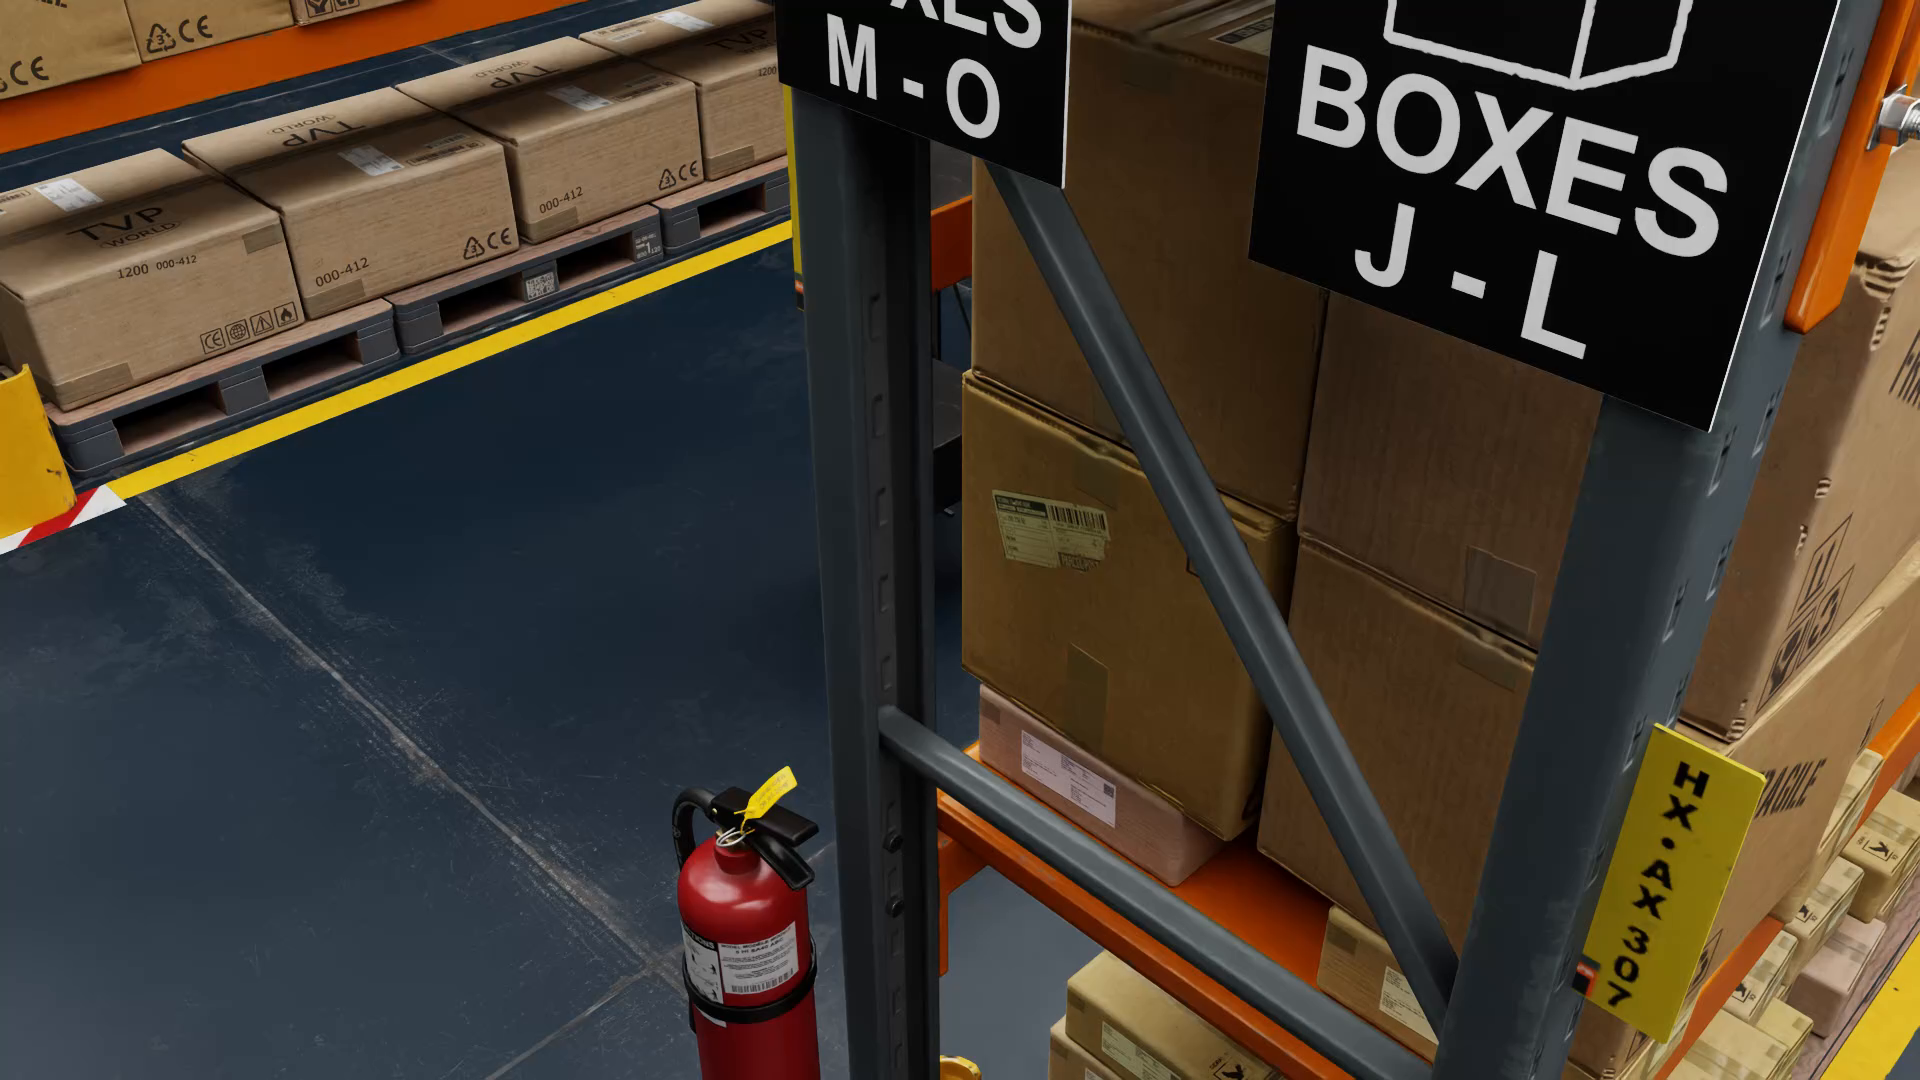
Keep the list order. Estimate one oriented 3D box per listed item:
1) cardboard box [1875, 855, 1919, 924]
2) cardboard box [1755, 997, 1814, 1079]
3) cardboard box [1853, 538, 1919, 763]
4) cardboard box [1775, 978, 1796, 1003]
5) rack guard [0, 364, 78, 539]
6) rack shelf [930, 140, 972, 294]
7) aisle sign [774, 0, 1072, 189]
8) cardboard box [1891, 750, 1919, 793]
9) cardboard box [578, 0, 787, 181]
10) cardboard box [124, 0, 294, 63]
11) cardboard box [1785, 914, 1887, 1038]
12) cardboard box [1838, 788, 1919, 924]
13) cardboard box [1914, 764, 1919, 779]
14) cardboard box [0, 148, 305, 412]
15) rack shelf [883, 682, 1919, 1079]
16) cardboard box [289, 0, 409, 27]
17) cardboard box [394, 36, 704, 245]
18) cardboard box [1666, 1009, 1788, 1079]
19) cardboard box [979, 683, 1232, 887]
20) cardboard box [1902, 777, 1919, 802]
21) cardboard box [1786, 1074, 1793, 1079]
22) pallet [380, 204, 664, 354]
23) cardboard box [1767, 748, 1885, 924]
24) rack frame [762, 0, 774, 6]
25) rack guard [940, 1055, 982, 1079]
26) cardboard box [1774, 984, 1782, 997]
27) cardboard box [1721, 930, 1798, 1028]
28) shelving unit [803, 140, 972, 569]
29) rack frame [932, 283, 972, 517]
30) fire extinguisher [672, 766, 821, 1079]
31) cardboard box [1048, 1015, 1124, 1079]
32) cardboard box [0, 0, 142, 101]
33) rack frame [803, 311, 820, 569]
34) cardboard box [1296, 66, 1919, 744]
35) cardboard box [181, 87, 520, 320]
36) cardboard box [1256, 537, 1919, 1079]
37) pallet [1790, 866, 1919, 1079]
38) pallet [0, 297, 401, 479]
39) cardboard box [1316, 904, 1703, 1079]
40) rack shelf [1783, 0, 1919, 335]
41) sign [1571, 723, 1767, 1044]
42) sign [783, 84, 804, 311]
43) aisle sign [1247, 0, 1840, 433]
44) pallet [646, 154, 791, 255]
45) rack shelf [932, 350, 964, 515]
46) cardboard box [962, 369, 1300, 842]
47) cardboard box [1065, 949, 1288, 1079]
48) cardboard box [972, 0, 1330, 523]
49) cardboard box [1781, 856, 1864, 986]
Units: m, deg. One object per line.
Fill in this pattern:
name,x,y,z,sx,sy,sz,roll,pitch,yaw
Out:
cardboard box,1.894,0.719,3.722,0.380,0.149,0.250,30,45,35
cardboard box,1.369,0.921,3.173,0.250,0.149,0.380,-28,44,-34
cardboard box,1.089,-0.023,2.313,0.500,0.500,0.500,30,45,35
cardboard box,1.480,0.908,3.451,0.380,0.149,0.250,30,45,35
rack guard,-3.383,-0.480,5.502,1.175,0.500,0.348,30,45,35
rack shelf,-0.117,-0.783,4.561,0.431,0.518,0.480,30,45,35
aisle sign,-0.047,-0.719,1.386,0.394,0.787,0.004,30,45,35
cardboard box,1.850,0.433,3.612,0.380,0.149,0.250,30,45,35
cardboard box,-1.067,-2.049,7.438,0.875,0.438,0.875,29,44,35
cardboard box,-2.488,-1.852,5.196,0.500,0.500,0.500,29,44,35
cardboard box,1.718,0.842,3.546,0.380,0.149,0.250,27,43,33
cardboard box,1.741,0.574,3.410,0.250,0.149,0.380,-29,44,-35
cardboard box,2.103,0.376,3.693,0.380,0.149,0.250,28,44,34
cardboard box,-2.972,-0.945,5.855,0.875,0.438,0.875,28,44,34
rack shelf,1.627,-0.078,3.369,1.077,0.370,4.000,30,45,35
cardboard box,-2.117,-2.051,5.482,0.500,0.500,0.500,29,44,35
cardboard box,-1.697,-1.685,6.917,0.875,0.438,0.875,28,44,34
cardboard box,1.205,0.905,2.935,0.380,0.149,0.250,29,44,35
cardboard box,0.247,0.295,2.424,0.380,0.149,0.250,30,45,35
cardboard box,2.066,0.451,3.846,0.380,0.149,0.250,27,43,33
cardboard box,1.368,1.050,3.248,0.250,0.149,0.380,-29,44,-35
pallet,-1.999,-1.220,6.816,1.003,0.211,1.213,30,45,35
cardboard box,1.056,0.335,2.367,0.380,0.149,0.250,28,44,34
rack frame,-0.548,-3.139,7.129,1.000,3.000,0.127,30,45,35
rack guard,0.271,1.433,2.758,1.175,0.500,0.348,30,45,35
cardboard box,1.489,0.775,3.382,0.380,0.149,0.250,27,43,33
cardboard box,1.321,0.771,3.127,0.380,0.149,0.250,27,43,33
shelving unit,-0.117,-0.794,4.553,0.431,2.100,0.503,30,45,35
rack frame,0.055,-0.893,4.695,0.400,2.100,0.015,30,45,35
fire extinguisher,-0.287,0.540,2.248,0.296,0.674,0.183,30,45,35
cardboard box,0.387,0.984,3.081,0.380,0.149,0.250,28,44,34
cardboard box,-2.824,-1.635,4.885,0.500,0.500,0.500,29,44,35
rack frame,-0.289,-0.695,4.411,0.400,2.100,0.015,30,45,35
cardboard box,0.722,-0.210,1.707,0.500,0.500,0.500,29,44,35
cardboard box,-2.333,-1.320,6.393,0.875,0.438,0.875,-29,44,-34
cardboard box,0.730,0.205,1.987,0.500,0.500,0.500,-28,43,-34
pallet,1.728,0.743,4.000,1.003,0.211,1.213,30,45,35
pallet,-2.859,-0.728,6.109,1.003,0.211,1.213,30,45,35
cardboard box,0.678,0.542,2.070,0.380,0.149,0.250,29,44,35
rack shelf,1.627,-1.308,2.511,1.077,0.370,4.000,30,45,35
sign,0.603,0.302,1.438,0.100,0.325,0.005,30,45,35
sign,-0.162,-0.398,1.910,0.100,0.325,0.005,30,45,35
aisle sign,0.379,-0.477,1.039,0.394,0.787,0.004,30,45,35
pallet,-1.139,-1.718,7.529,1.003,0.211,1.213,30,45,35
rack shelf,-0.117,-0.209,4.961,0.431,0.518,0.480,30,45,35
cardboard box,0.352,-0.010,2.295,0.500,0.500,0.500,-29,44,-35
cardboard box,0.411,0.875,2.979,0.250,0.149,0.380,-29,44,-35
cardboard box,0.363,-0.420,2.009,0.500,0.500,0.500,29,44,34
cardboard box,1.523,0.662,3.283,0.250,0.149,0.380,-28,44,-34
